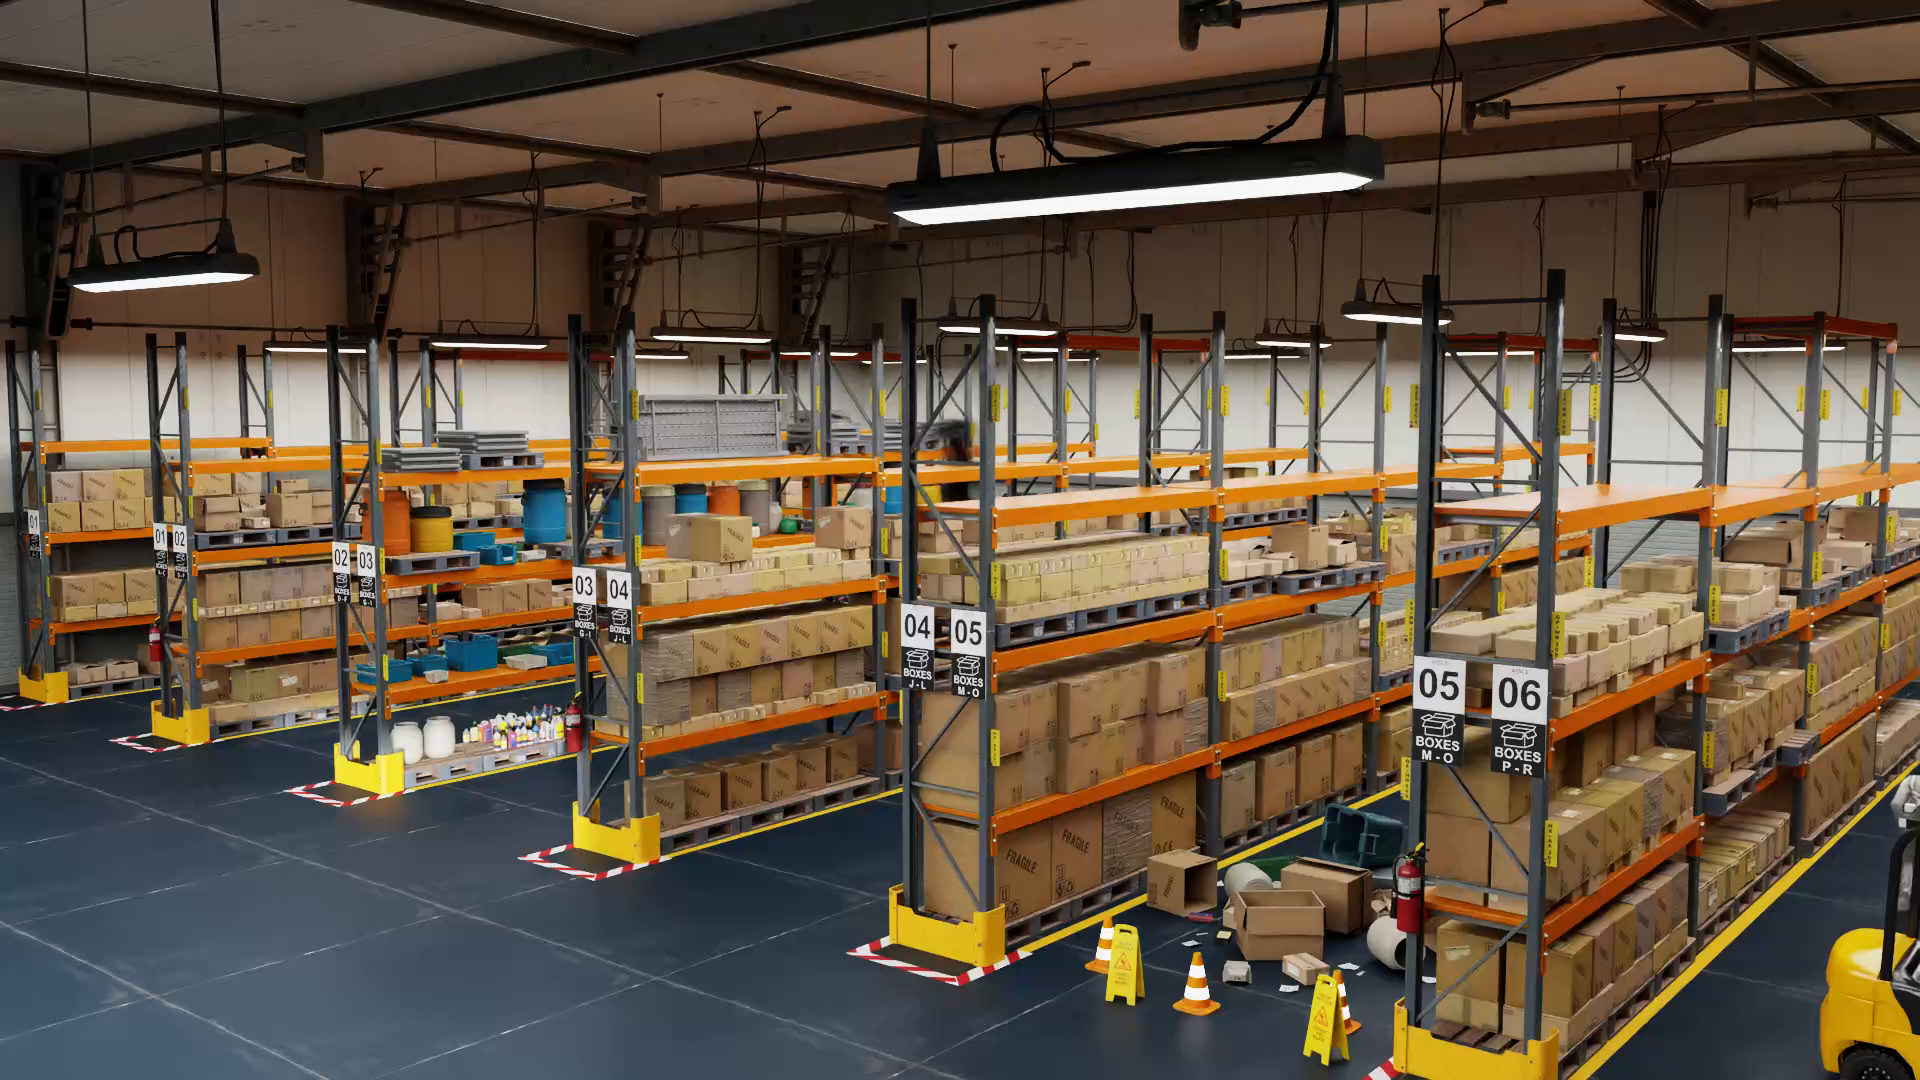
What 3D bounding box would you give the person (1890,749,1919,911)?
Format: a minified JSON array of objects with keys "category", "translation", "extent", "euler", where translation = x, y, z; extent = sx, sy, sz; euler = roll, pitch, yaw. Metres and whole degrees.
[{"category":"person","translation":[9.480,2.869,16.323],"extent":[0.623,1.654,0.554],"euler":[3,6,33]}]
